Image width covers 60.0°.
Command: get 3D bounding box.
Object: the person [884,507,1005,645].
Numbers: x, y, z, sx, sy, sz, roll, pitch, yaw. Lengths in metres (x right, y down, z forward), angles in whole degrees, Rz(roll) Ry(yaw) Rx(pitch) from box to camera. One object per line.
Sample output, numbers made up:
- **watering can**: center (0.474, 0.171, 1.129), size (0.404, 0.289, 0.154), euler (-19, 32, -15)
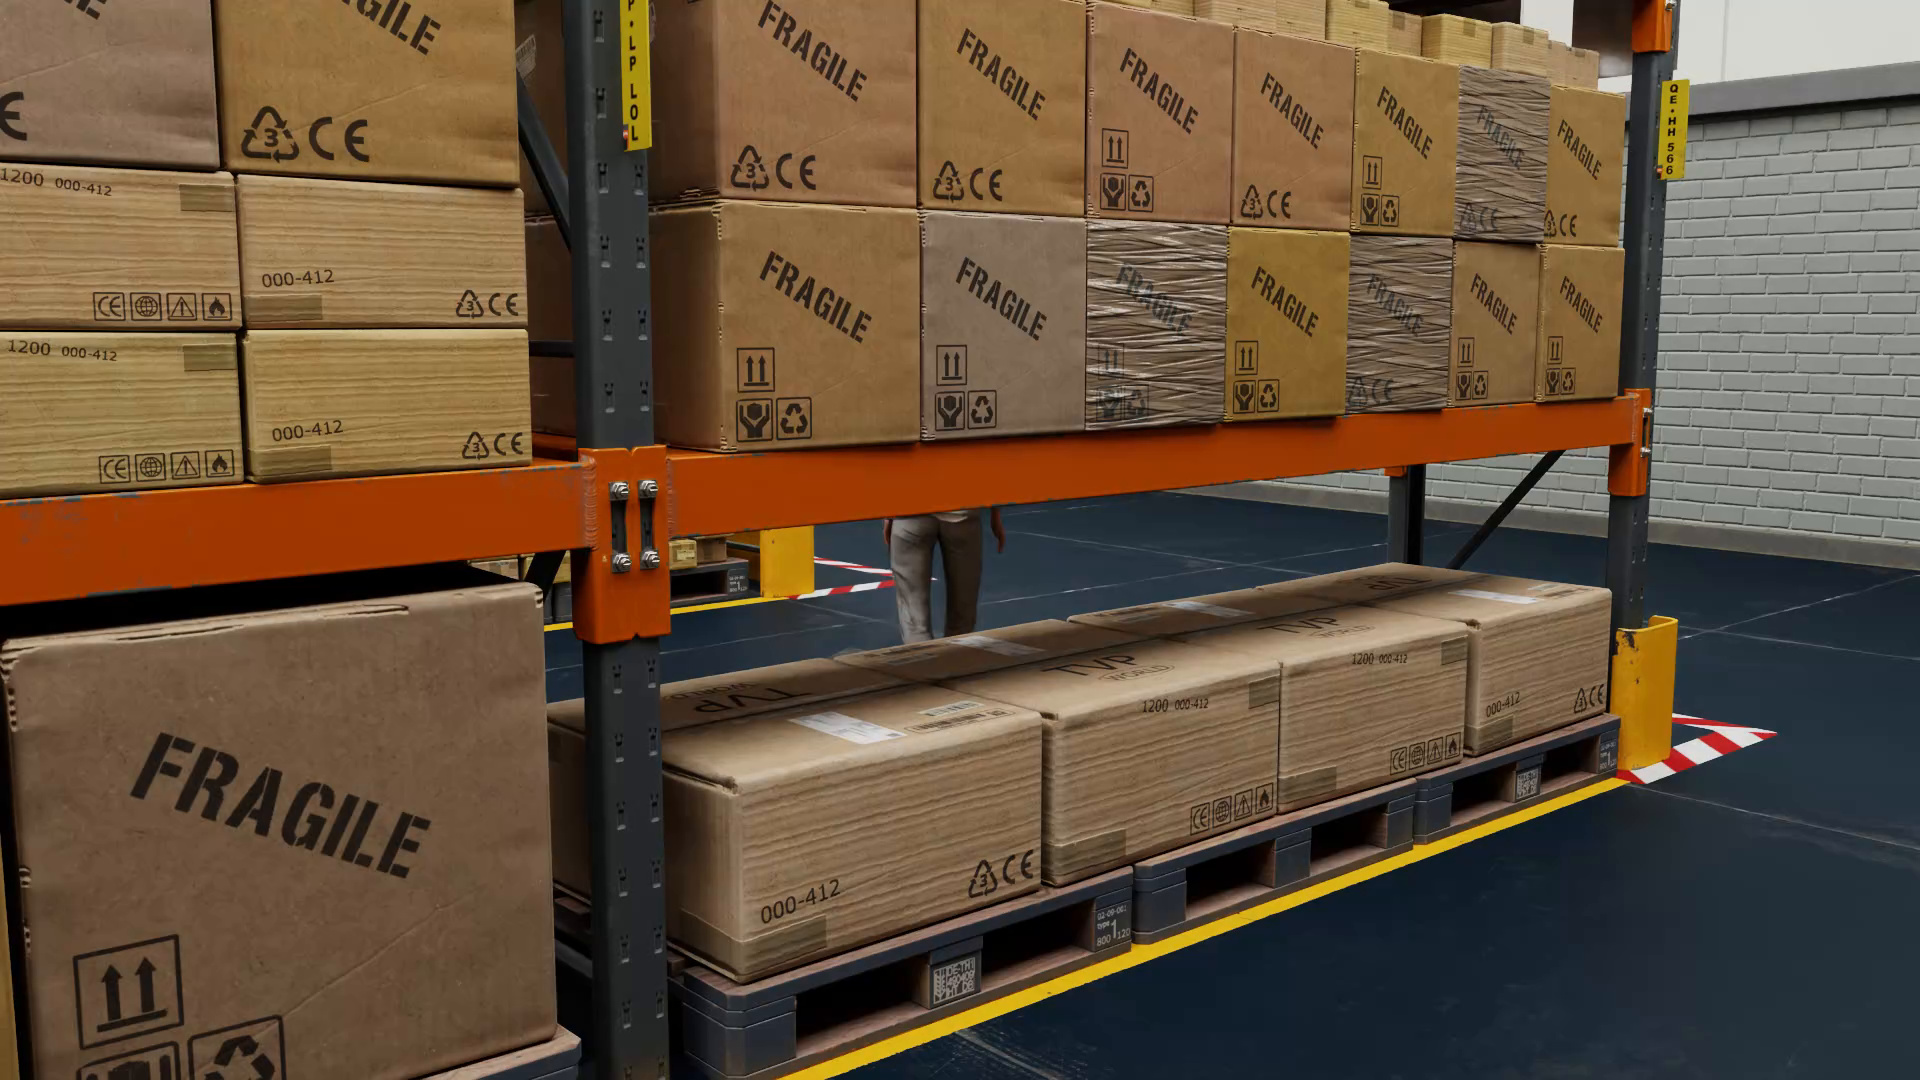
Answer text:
- **person**: center (-0.080, -0.070, 6.200), size (0.496, 1.584, 0.530), euler (-1, 8, -5)
